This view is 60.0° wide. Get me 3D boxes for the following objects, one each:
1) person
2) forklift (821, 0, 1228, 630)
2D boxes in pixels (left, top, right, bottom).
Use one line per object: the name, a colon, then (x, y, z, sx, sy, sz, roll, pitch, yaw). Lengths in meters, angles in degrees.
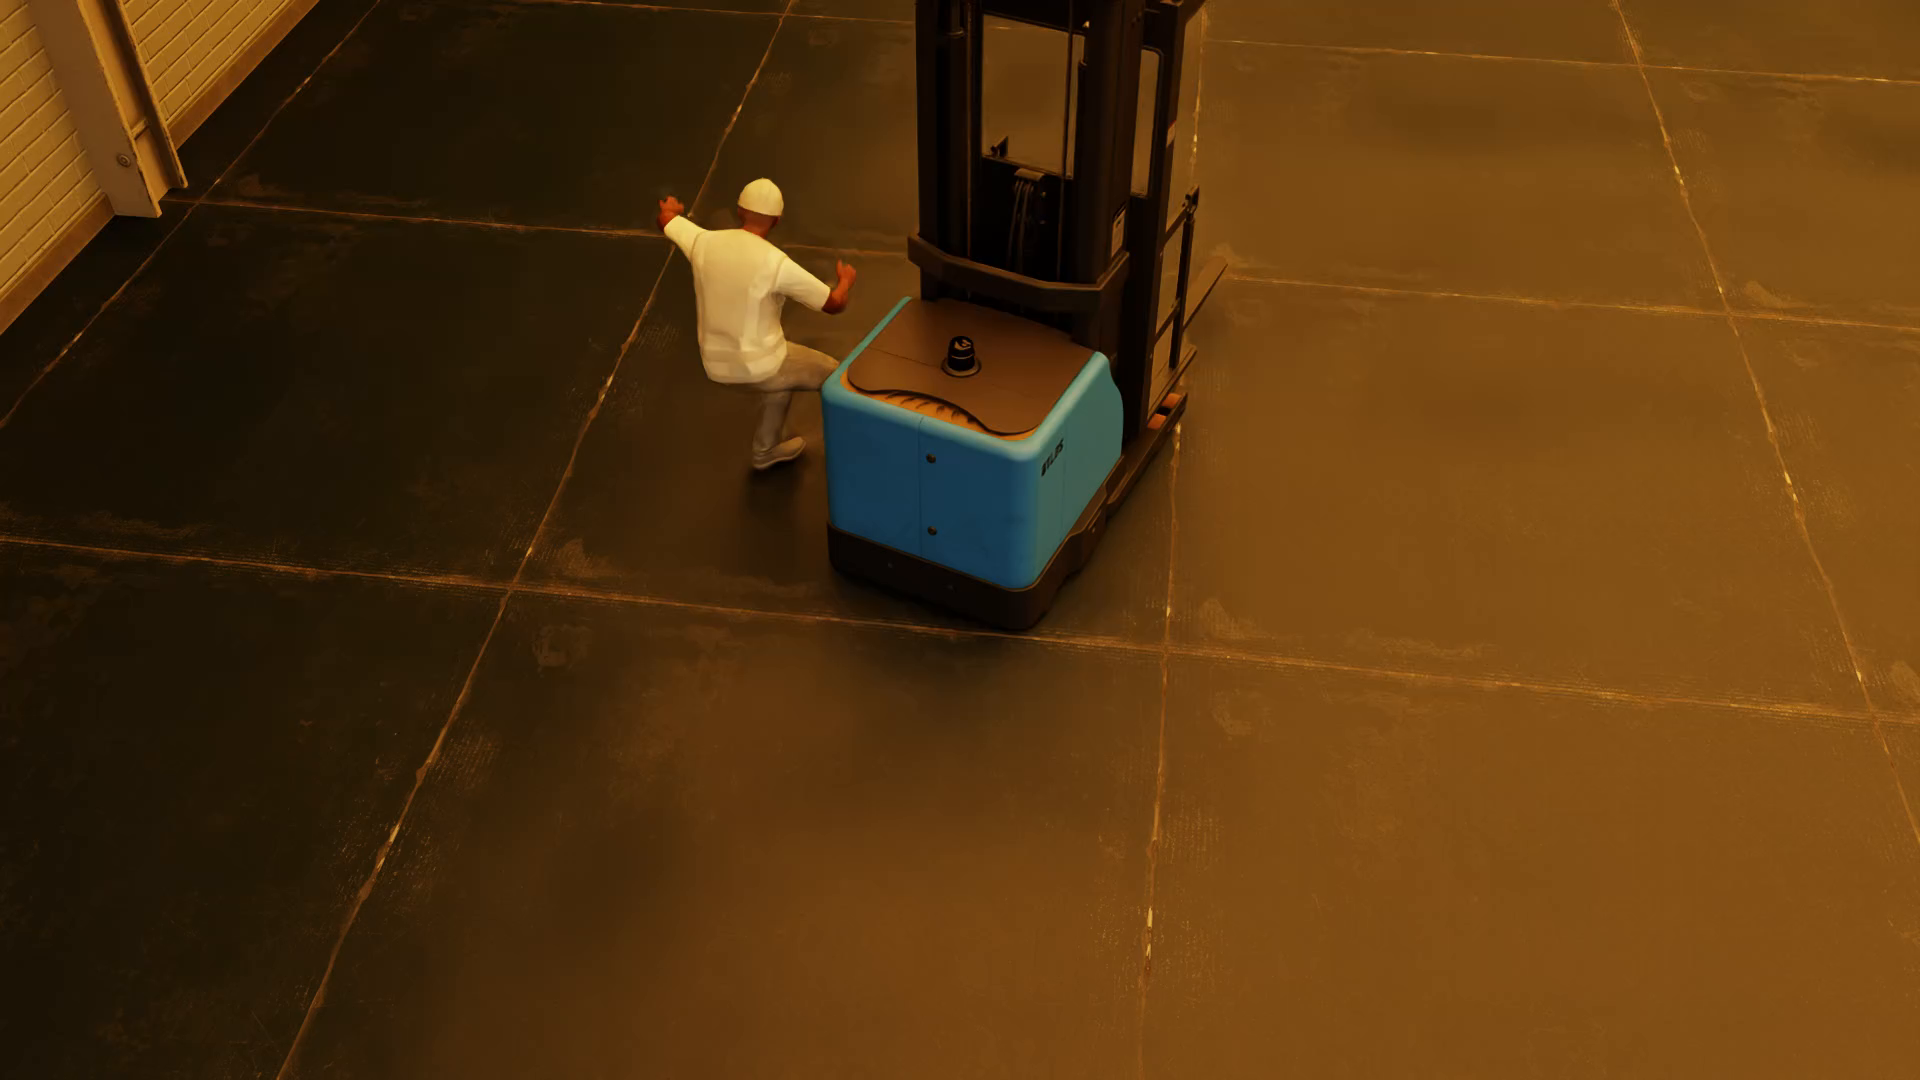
person: (-0.875, -1.024, 7.899, 1.580, 1.466, 0.799, 18, 45, 18)
forklift: (0.509, -1.678, 7.551, 1.130, 2.935, 3.031, 19, 46, 19)
